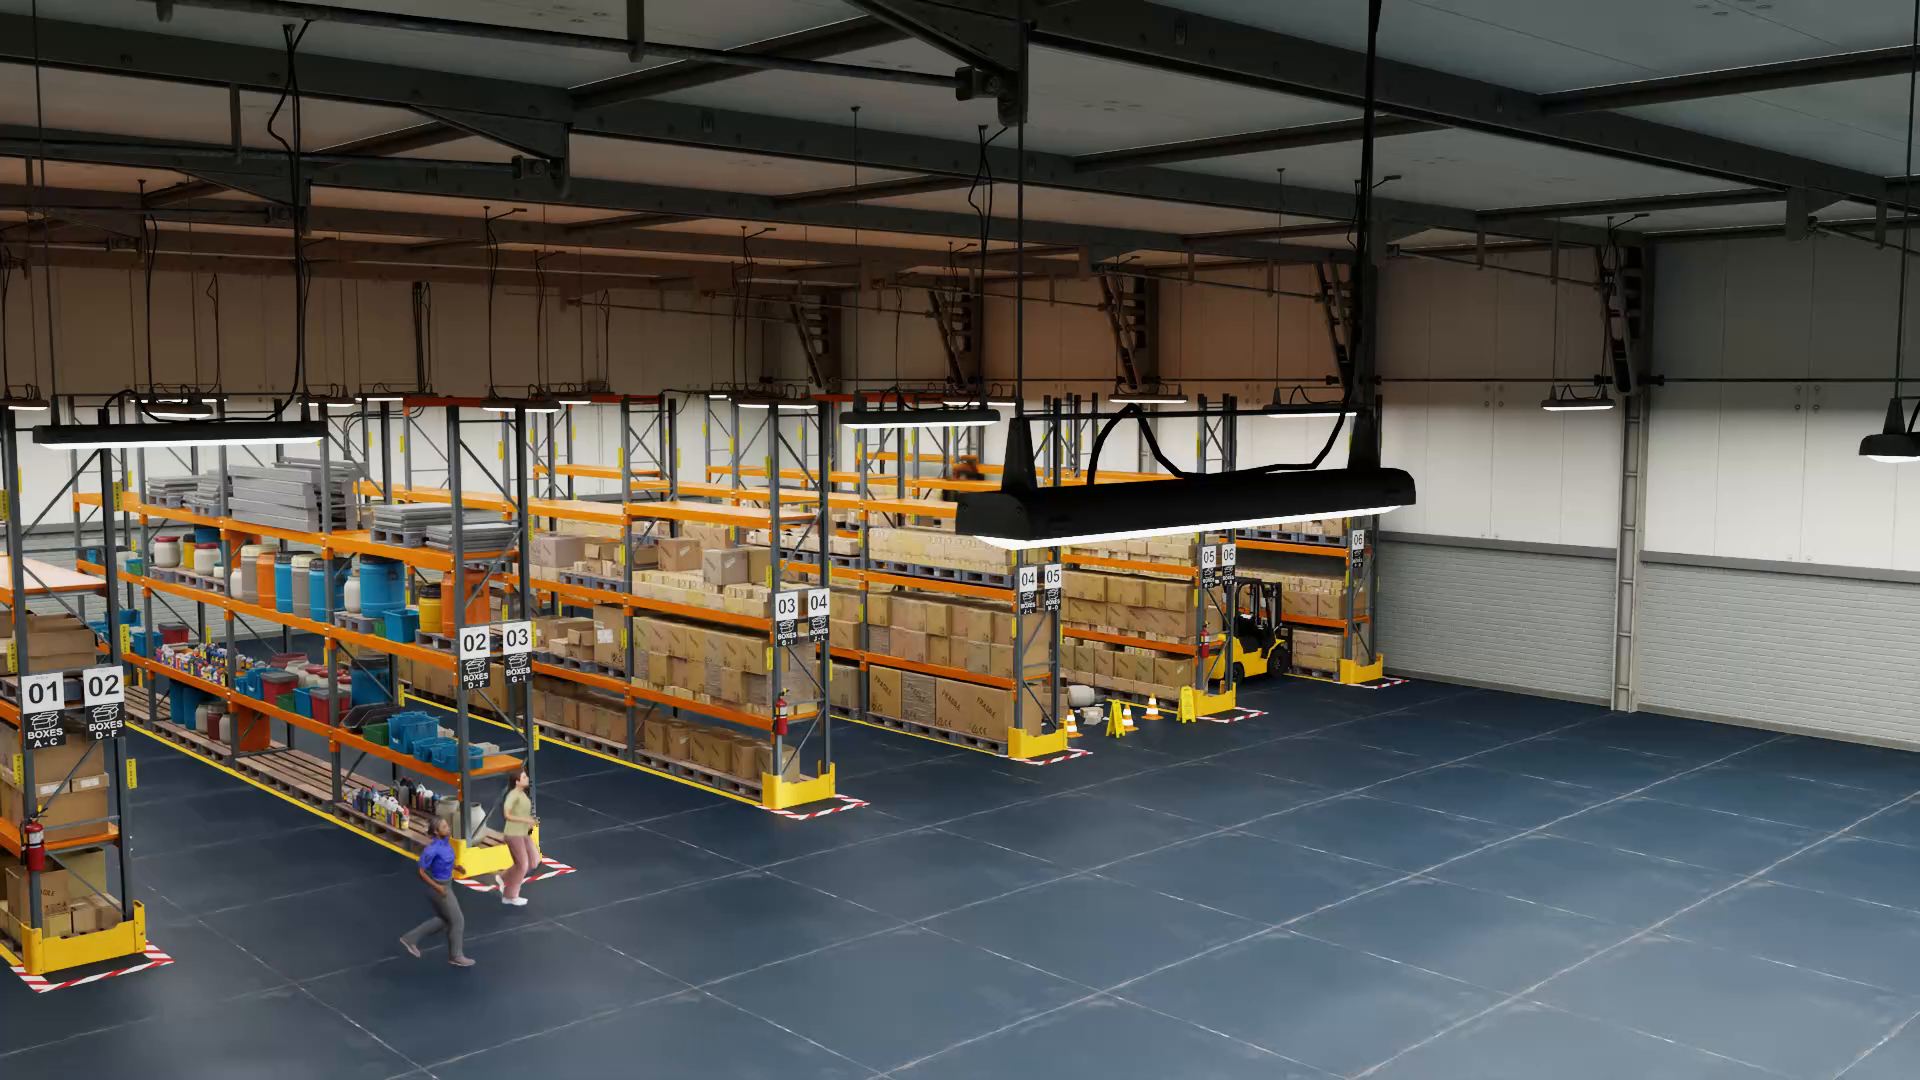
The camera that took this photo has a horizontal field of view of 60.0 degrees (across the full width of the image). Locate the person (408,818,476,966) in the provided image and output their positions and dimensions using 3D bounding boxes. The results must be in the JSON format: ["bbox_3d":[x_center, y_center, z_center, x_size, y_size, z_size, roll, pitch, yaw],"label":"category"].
[{"bbox_3d":[-5.605,3.806,17.942,0.704,1.633,0.576,-1,6,-9],"label":"person"}]

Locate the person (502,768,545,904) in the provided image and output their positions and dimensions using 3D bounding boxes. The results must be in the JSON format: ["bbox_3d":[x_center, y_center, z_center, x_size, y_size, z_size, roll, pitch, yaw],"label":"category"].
[{"bbox_3d":[-5.285,3.570,20.215,0.551,1.622,0.596,0,6,1],"label":"person"}]
